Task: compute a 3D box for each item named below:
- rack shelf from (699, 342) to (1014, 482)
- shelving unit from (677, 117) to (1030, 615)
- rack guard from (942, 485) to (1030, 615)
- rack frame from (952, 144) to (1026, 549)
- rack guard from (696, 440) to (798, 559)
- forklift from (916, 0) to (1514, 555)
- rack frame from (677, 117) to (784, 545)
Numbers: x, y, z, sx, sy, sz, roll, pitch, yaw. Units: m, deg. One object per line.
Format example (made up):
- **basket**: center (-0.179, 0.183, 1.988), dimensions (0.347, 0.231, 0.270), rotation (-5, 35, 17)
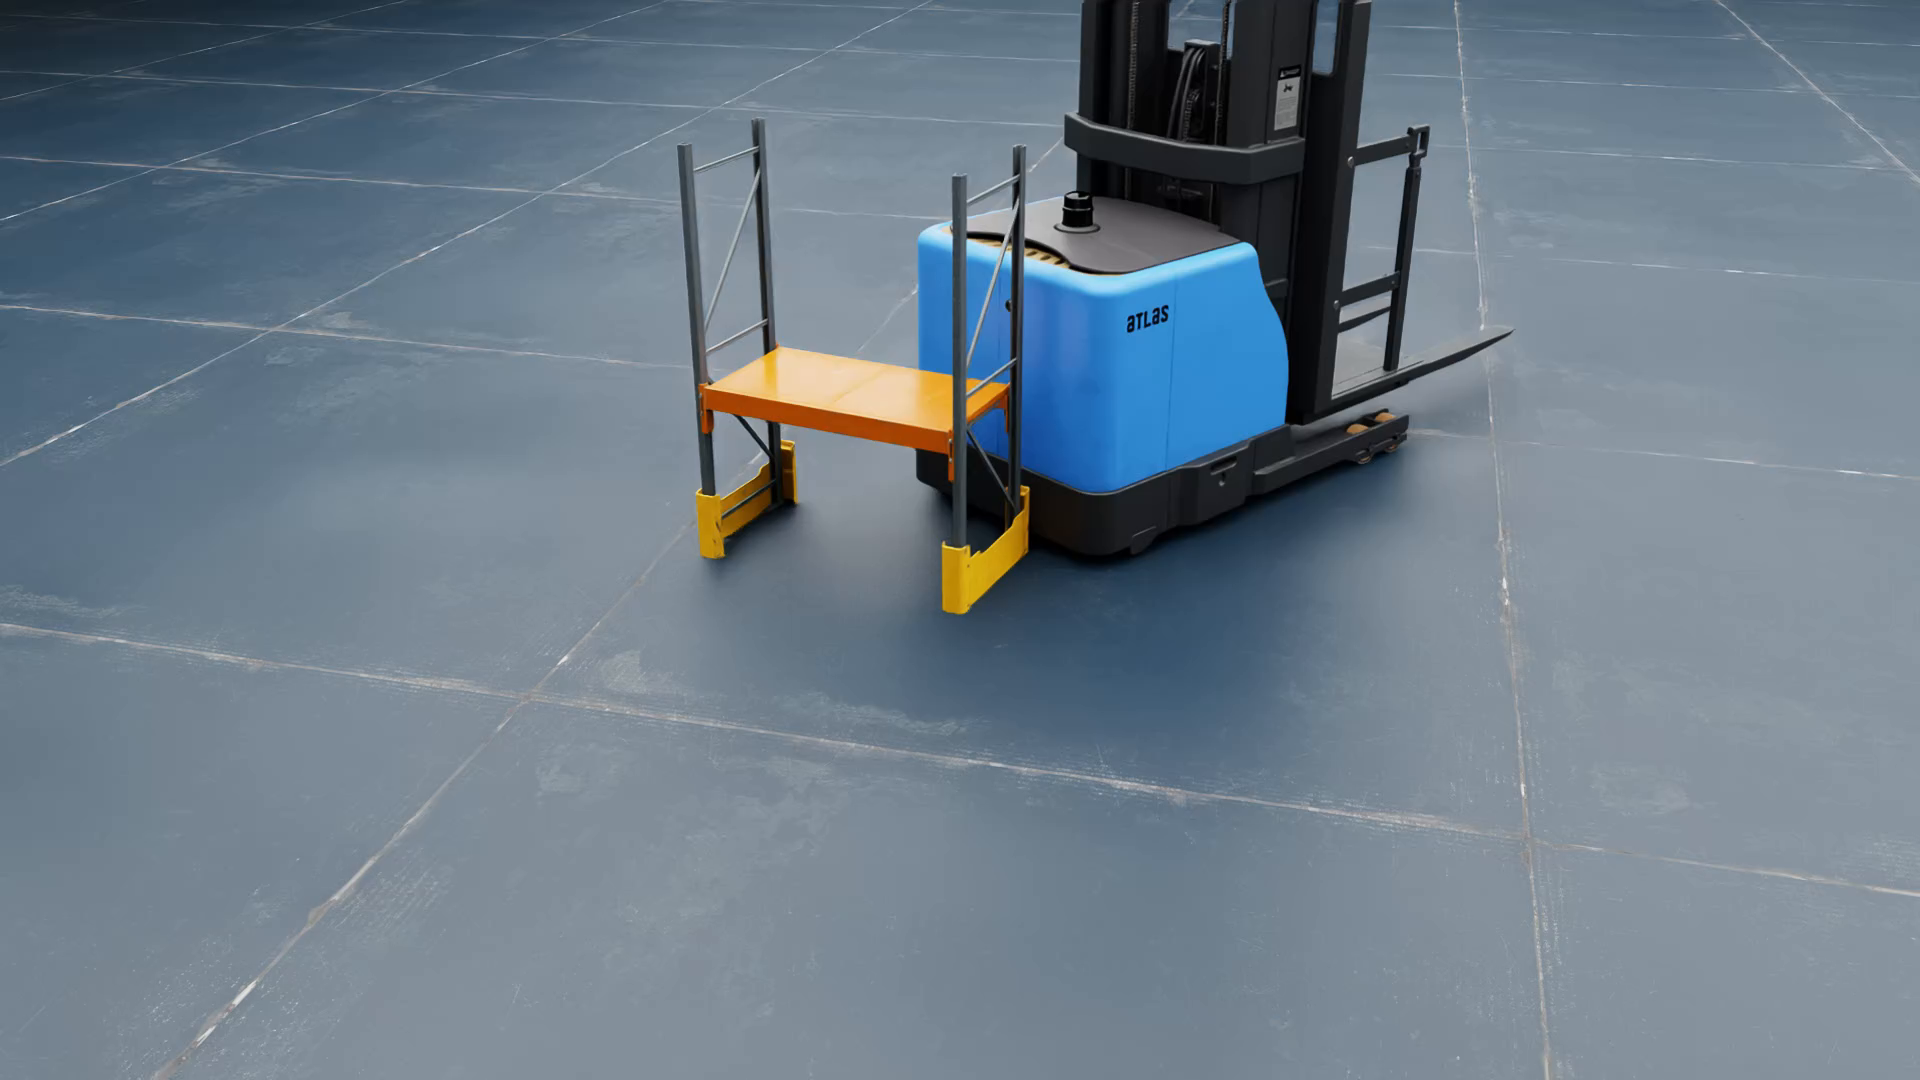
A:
- **rack shelf**: center (-0.359, -0.471, 5.912), dimensions (1.000, 0.185, 0.538), rotation (12, 28, 23)
- **shelving unit**: center (-0.351, -0.631, 5.831), dimensions (1.083, 1.500, 0.587), rotation (12, 28, 23)
- **rack guard**: center (0.097, 0.027, 5.903), dimensions (0.087, 0.250, 0.587), rotation (12, 28, 23)
- **rack frame**: center (0.098, -0.537, 5.634), dimensions (0.032, 1.500, 0.500), rotation (12, 28, 23)
- **rack guard**: center (-0.799, -0.161, 6.297), dimensions (0.087, 0.250, 0.587), rotation (12, 28, 23)
- **forklift**: center (1.258, -1.786, 6.592), dimensions (3.031, 2.935, 1.130), rotation (-21, 33, -37)
- **rack frame**: center (-0.816, -0.729, 6.036), dimensions (0.032, 1.500, 0.500), rotation (12, 28, 23)
